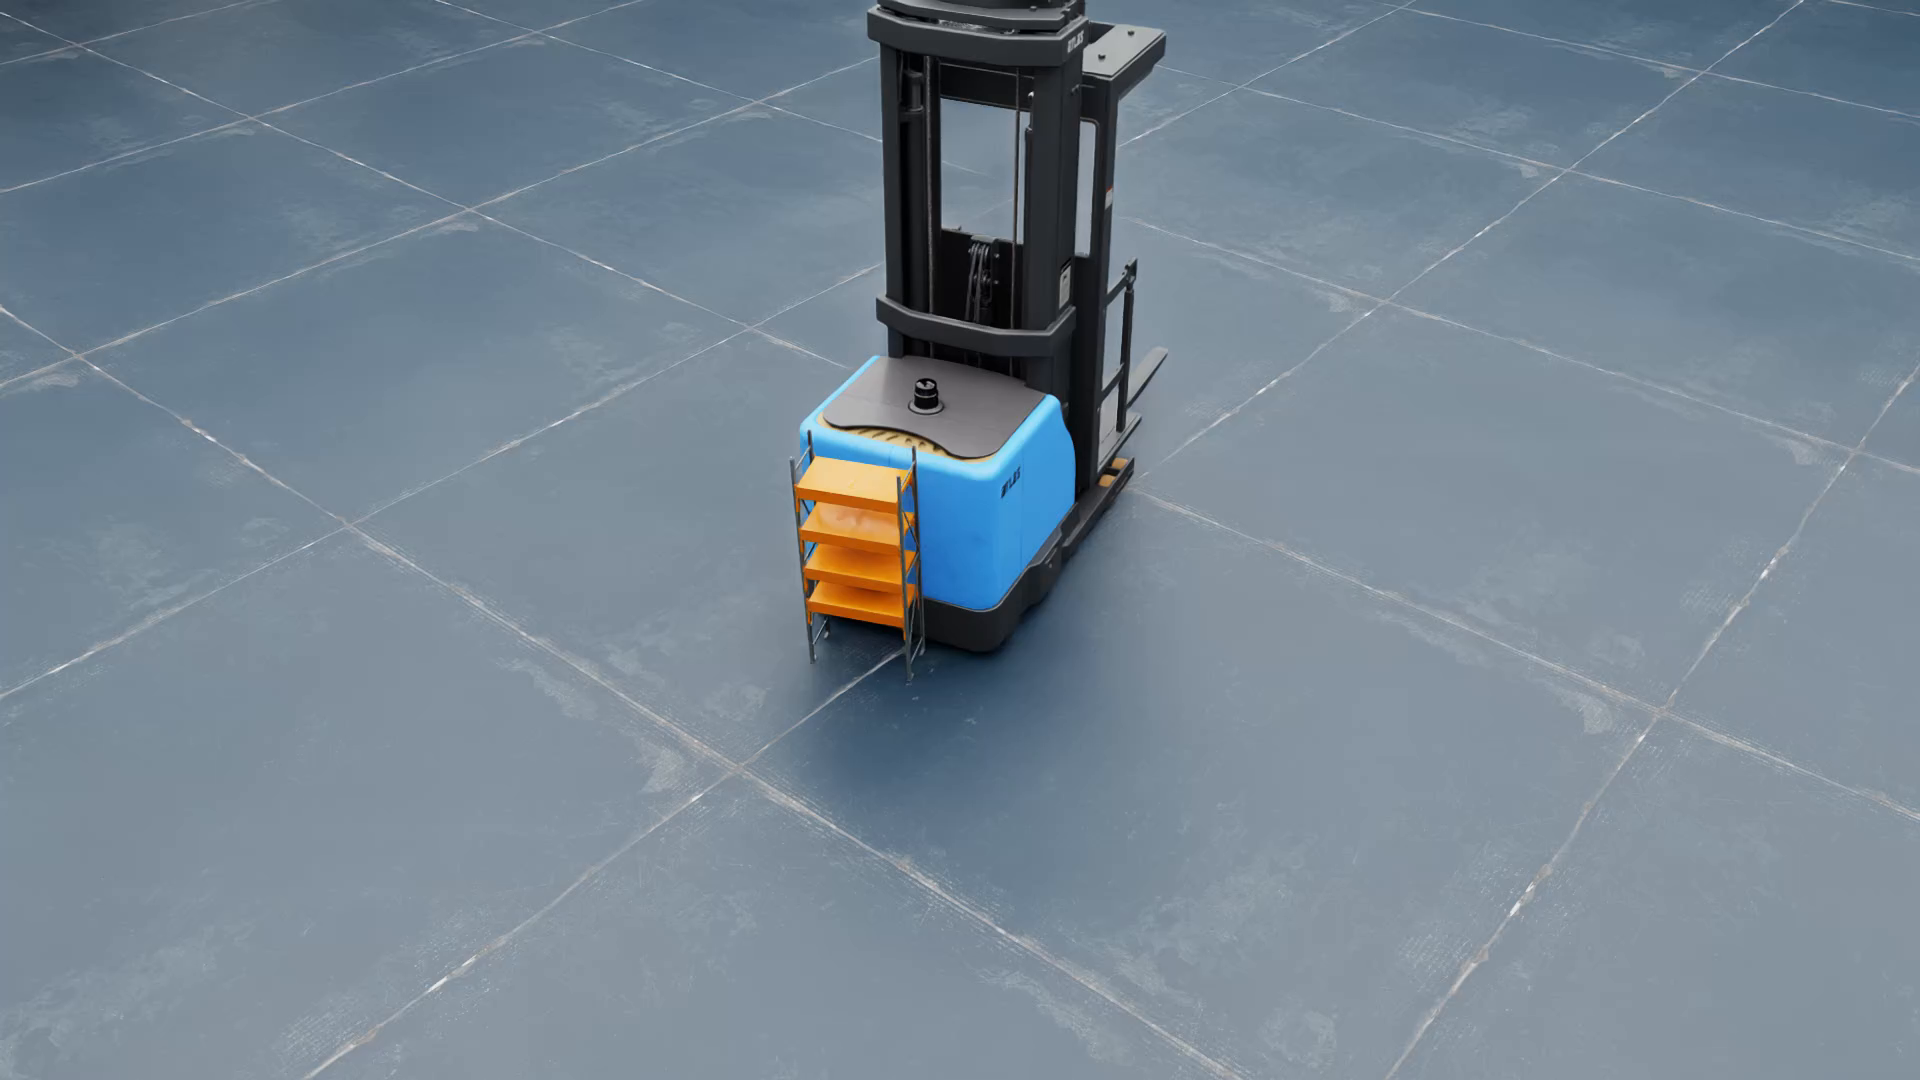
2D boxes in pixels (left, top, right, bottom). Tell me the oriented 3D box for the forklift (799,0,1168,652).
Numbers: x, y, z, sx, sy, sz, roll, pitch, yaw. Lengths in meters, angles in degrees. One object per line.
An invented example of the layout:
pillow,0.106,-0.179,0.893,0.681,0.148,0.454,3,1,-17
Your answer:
forklift,0.318,-1.497,8.422,1.130,2.935,3.031,15,37,21

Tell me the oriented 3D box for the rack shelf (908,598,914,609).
rack shelf,-0.450,0.274,7.776,0.442,0.029,0.199,9,40,13

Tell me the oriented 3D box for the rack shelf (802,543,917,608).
rack shelf,-0.453,0.141,7.670,0.480,0.148,0.258,9,40,13

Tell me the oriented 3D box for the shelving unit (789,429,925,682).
shelving unit,-0.455,0.088,7.628,0.503,1.200,0.258,9,40,13

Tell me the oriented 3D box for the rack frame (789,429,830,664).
rack frame,-0.689,0.050,7.685,0.015,1.200,0.240,9,40,13

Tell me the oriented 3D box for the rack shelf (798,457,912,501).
rack shelf,-0.464,-0.250,7.360,0.457,0.050,0.221,9,40,13

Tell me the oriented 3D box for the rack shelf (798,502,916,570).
rack shelf,-0.458,-0.034,7.531,0.480,0.148,0.258,9,40,13

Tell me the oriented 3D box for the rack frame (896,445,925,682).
rack frame,-0.220,0.127,7.572,0.015,1.200,0.240,9,40,13
